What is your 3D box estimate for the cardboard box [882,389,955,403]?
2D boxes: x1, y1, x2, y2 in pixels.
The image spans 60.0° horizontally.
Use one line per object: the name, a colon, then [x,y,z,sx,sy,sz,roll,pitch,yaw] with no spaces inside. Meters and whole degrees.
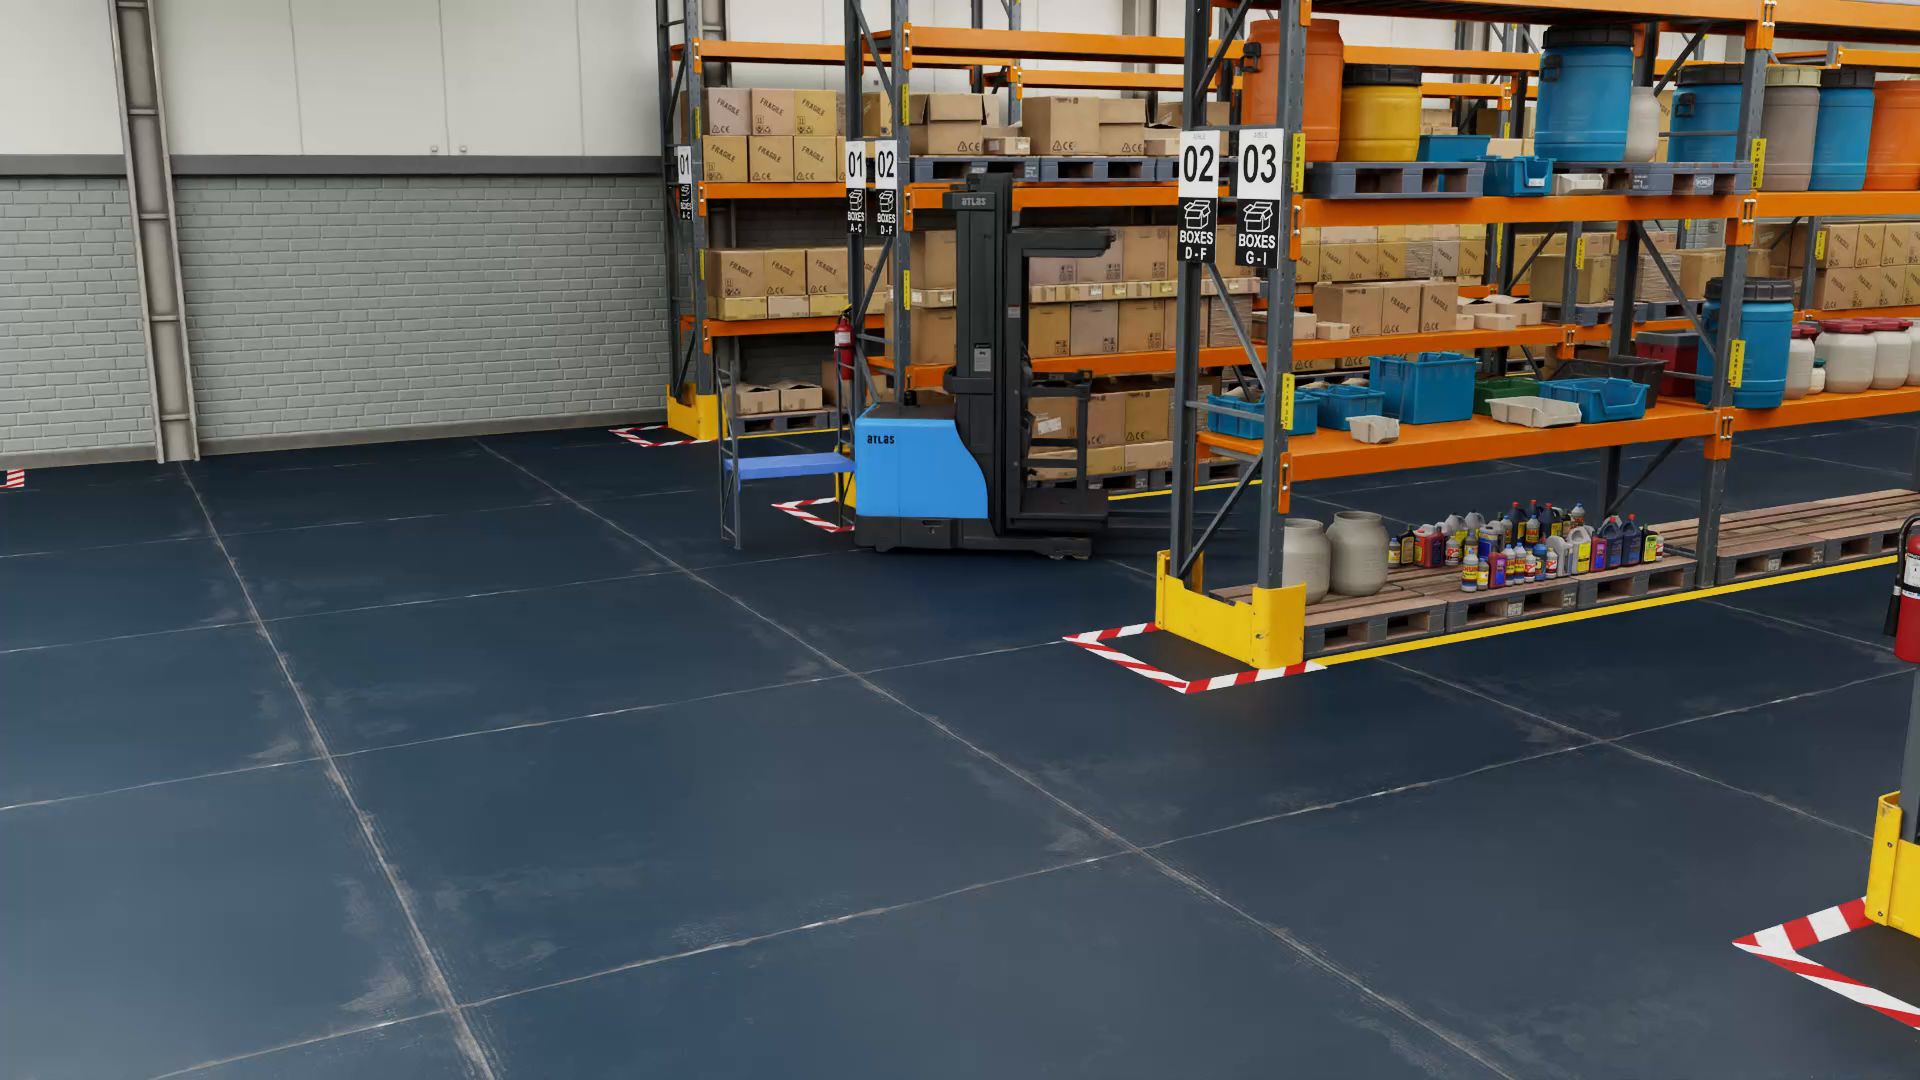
cardboard box: [-0.379,-1.083,15.185,0.500,0.500,0.500,-7,14,-28]

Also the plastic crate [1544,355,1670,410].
plastic crate: [4.654,-1.144,12.004,0.504,0.338,0.767,-7,14,-28]

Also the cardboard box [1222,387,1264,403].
cardboard box: [3.022,-1.395,17.005,0.500,0.311,0.500,-7,14,-28]

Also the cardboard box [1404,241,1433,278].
cardboard box: [6.277,-3.956,23.404,0.500,0.500,0.500,-7,14,-28]

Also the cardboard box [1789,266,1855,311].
cardboard box: [10.404,-3.052,20.110,0.500,0.500,0.500,-6,14,-26]

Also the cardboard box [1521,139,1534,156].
cardboard box: [5.944,-4.118,17.627,0.500,0.250,0.500,-8,15,-32]

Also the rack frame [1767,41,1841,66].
rack frame: [9.826,-5.929,19.457,0.127,3.000,1.000,-7,14,-28]

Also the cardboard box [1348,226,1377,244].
cardboard box: [5.369,-4.213,22.839,0.500,0.250,0.500,-7,14,-27]

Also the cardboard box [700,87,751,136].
cardboard box: [-2.629,-4.697,18.267,0.500,0.500,0.500,-8,15,-32]

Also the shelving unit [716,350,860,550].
shelving unit: [-1.385,-0.743,13.493,1.048,1.500,0.538,-5,14,-22]

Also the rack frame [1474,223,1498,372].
rack frame: [7.449,-3.956,24.356,0.127,3.000,1.000,-7,14,-28]

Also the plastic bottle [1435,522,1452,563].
plastic bottle: [3.422,0.016,11.907,0.135,0.276,0.152,-7,15,-29]

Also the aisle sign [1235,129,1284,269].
aisle sign: [1.741,-1.989,9.693,0.004,0.787,0.394,-7,14,-28]

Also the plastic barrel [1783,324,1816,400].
plastic barrel: [6.119,-1.330,12.377,0.433,0.535,0.433,0,13,0]

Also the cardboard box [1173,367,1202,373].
cardboard box: [2.824,-2.413,22.190,0.500,0.500,0.700,-7,14,-28]

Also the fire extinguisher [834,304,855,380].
fire extinguisher: [-1.033,-1.779,14.858,0.183,0.674,0.296,-7,14,-28]

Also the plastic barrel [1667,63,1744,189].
plastic barrel: [5.517,-3.009,12.172,0.708,0.901,0.600,-7,14,-28]

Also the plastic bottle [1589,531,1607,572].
plastic bottle: [4.456,0.074,11.633,0.133,0.283,0.061,-6,14,-24]

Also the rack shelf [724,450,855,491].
rack shelf: [-1.385,-0.567,13.532,1.000,0.185,0.538,-5,14,-22]

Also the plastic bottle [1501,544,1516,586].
plastic bottle: [3.705,0.165,11.255,0.097,0.271,0.097,0,13,0]

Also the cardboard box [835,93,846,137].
cardboard box: [-1.468,-4.958,19.424,0.500,0.500,0.500,-7,14,-28]

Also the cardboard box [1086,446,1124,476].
cardboard box: [1.188,-0.774,15.522,0.500,0.250,0.500,-7,14,-28]

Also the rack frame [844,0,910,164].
rack frame: [-0.707,-4.666,13.848,0.127,3.000,1.000,-7,14,-28]

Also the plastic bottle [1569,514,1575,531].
plastic bottle: [4.595,-0.095,12.571,0.097,0.201,0.097,0,13,0]

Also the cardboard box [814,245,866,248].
cardboard box: [-1.431,-3.246,19.789,0.500,0.500,0.500,-7,14,-27]

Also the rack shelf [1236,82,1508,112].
rack shelf: [5.694,-6.126,22.886,4.000,0.370,1.077,-7,14,-28]

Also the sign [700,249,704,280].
sign: [-2.823,-3.012,18.187,0.005,0.325,0.100,-7,14,-28]

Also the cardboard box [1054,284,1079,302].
cardboard box: [0.870,-2.240,15.027,0.250,0.149,0.380,-7,14,-29]

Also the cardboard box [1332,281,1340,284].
cardboard box: [4.999,-3.499,22.853,0.250,0.149,0.380,-7,14,-28]

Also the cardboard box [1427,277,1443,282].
cardboard box: [6.625,-3.664,23.587,0.250,0.149,0.380,-7,14,-28]

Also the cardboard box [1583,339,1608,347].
cardboard box: [9.513,-3.164,25.572,0.500,0.500,0.700,-7,15,-30]

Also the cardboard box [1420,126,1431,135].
cardboard box: [6.167,-5.541,23.335,0.500,0.500,0.700,-7,15,-29]

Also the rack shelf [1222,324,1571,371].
rack shelf: [4.560,-2.020,17.390,4.000,0.370,1.077,-7,14,-28]

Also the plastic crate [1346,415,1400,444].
plastic crate: [2.603,-0.688,10.435,0.250,0.136,0.298,-7,14,-28]

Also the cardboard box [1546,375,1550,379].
cardboard box: [6.852,-1.569,18.440,0.500,0.500,0.500,-6,14,-25]

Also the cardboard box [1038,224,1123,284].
cardboard box: [1.096,-2.636,15.306,0.500,0.500,0.700,-7,14,-28]

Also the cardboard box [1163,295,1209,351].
cardboard box: [1.958,-2.104,15.900,0.500,0.500,0.700,-7,14,-28]

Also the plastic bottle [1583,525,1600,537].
plastic bottle: [4.486,0.026,11.861,0.135,0.276,0.152,-7,14,-28]

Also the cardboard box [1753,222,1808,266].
cardboard box: [10.146,-3.642,20.453,0.500,0.500,0.500,-7,14,-28]

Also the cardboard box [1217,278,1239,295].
cardboard box: [2.450,-2.430,15.870,0.250,0.149,0.380,-7,15,-29]

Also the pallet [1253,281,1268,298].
pallet: [3.364,-3.346,22.083,1.003,0.211,1.213,-7,14,-28]

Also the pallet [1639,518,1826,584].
pallet: [5.845,0.065,12.839,1.213,0.211,1.003,-7,14,-28]

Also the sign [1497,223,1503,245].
sign: [7.718,-4.379,23.778,0.005,0.325,0.100,-7,14,-28]

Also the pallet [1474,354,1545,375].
pallet: [8.154,-2.661,24.951,1.213,0.211,1.003,-7,14,-28]

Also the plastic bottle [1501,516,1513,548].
plastic bottle: [3.990,-0.041,12.173,0.097,0.271,0.097,0,13,0]

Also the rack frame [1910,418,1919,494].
rack frame: [8.685,-1.626,14.003,0.127,3.000,1.000,-7,14,-28]

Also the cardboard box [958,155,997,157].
cardboard box: [0.100,-4.535,19.825,0.500,0.500,0.500,-6,14,-26]

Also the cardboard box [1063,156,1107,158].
cardboard box: [1.486,-4.846,20.726,0.500,0.311,0.500,-6,14,-26]

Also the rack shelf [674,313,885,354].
rack shelf: [-1.328,-2.553,19.761,4.000,0.370,1.077,-7,14,-28]

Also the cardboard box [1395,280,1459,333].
cardboard box: [4.850,-2.450,17.437,0.500,0.500,0.500,-8,15,-31]

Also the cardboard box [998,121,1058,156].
cardboard box: [0.666,-3.663,15.150,0.500,0.311,0.500,-5,14,-21]

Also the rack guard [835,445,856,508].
rack guard: [-0.728,-0.517,14.770,0.348,0.500,1.175,-7,14,-28]

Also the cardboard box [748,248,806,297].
cardboard box: [-2.082,-3.039,18.867,0.500,0.500,0.500,-7,14,-28]

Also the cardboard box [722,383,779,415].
cardboard box: [-2.433,-1.652,19.240,0.500,0.311,0.500,-9,15,-34]

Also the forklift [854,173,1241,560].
forklift: [0.712,-1.397,13.142,3.031,2.935,1.130,1,13,5]

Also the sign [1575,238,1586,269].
sign: [6.584,-3.039,17.645,0.005,0.325,0.100,-7,14,-28]

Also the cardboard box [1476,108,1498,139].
cardboard box: [7.951,-6.084,24.430,0.500,0.500,0.500,-7,14,-28]

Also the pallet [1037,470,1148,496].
pallet: [1.014,-0.595,15.772,1.213,0.211,1.003,-7,14,-28]
